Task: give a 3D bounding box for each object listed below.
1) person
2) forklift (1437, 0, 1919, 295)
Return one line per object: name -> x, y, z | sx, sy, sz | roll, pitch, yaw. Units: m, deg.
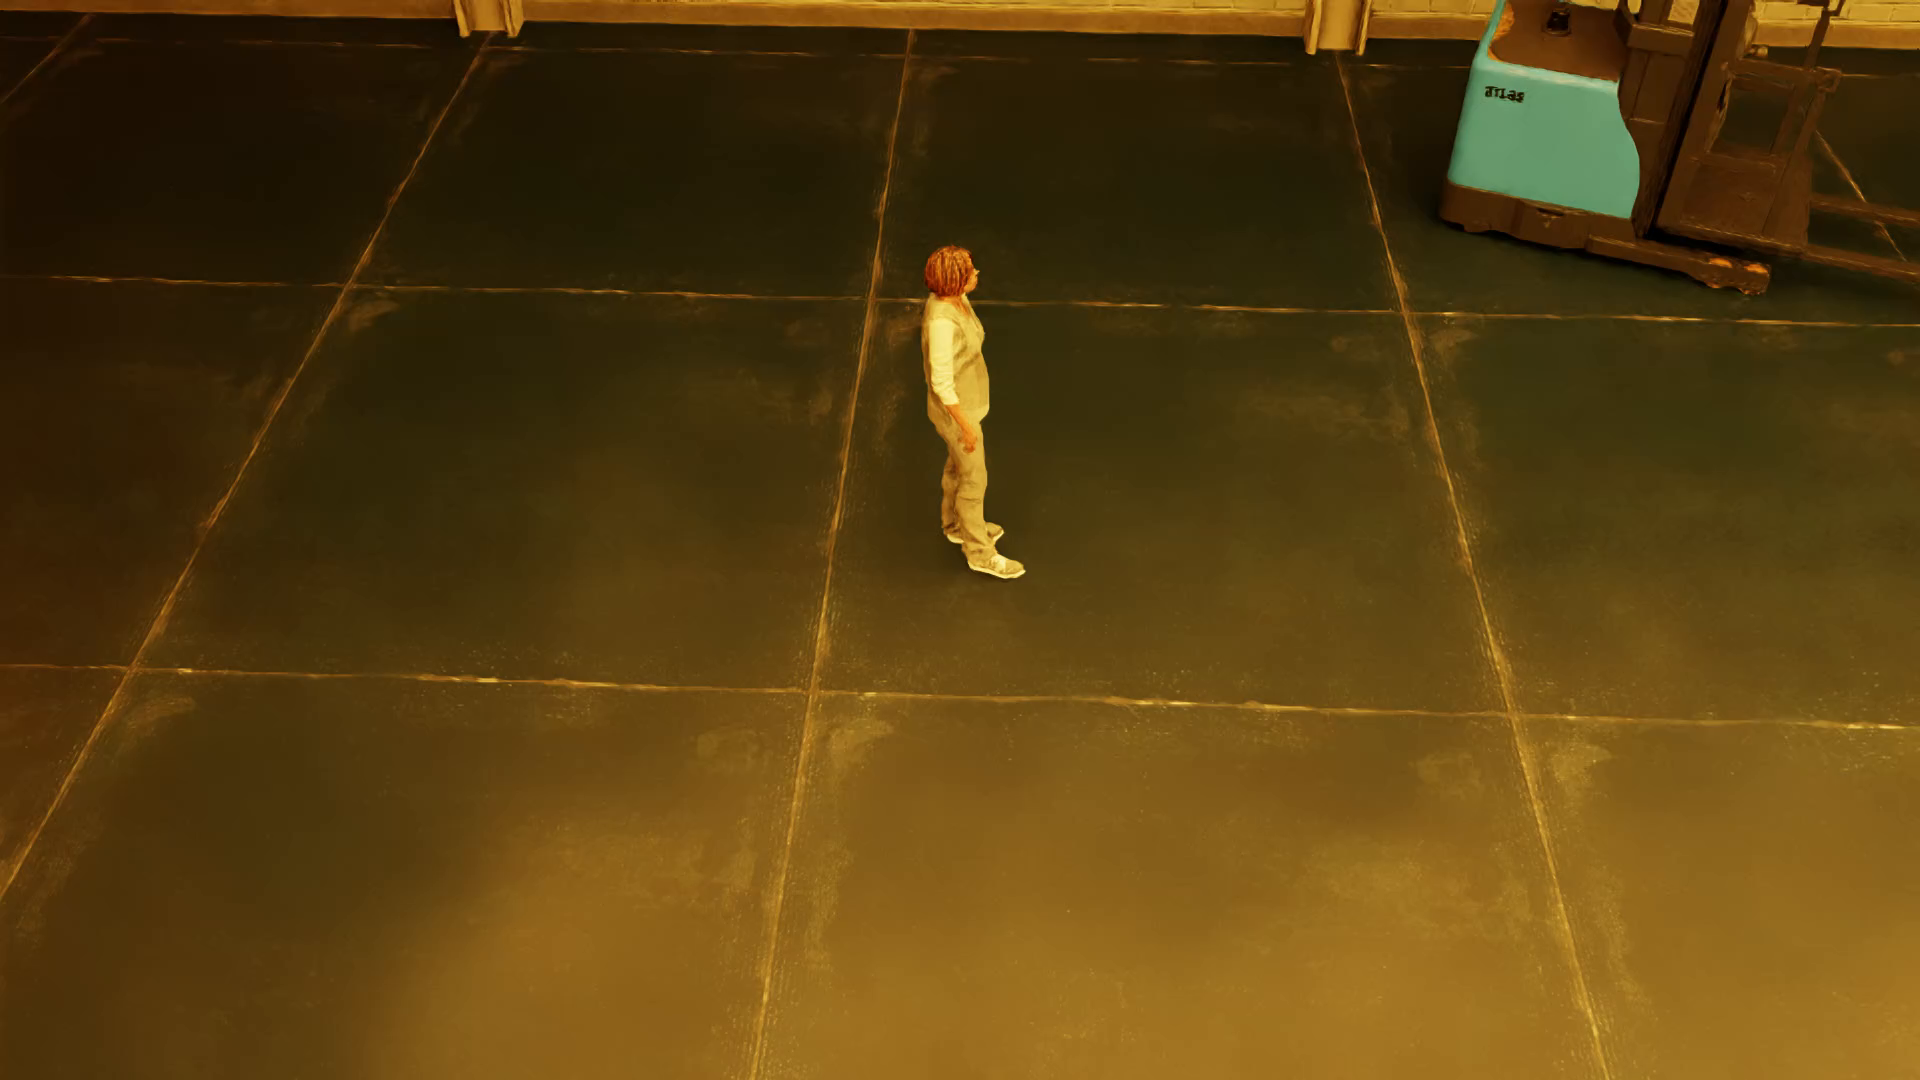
person -> 0.073, -0.584, 7.360 | 0.474, 1.597, 0.521 | 2, 42, 2
forklift -> 4.423, -2.881, 8.898 | 3.031, 2.935, 1.130 | 16, 45, 16
